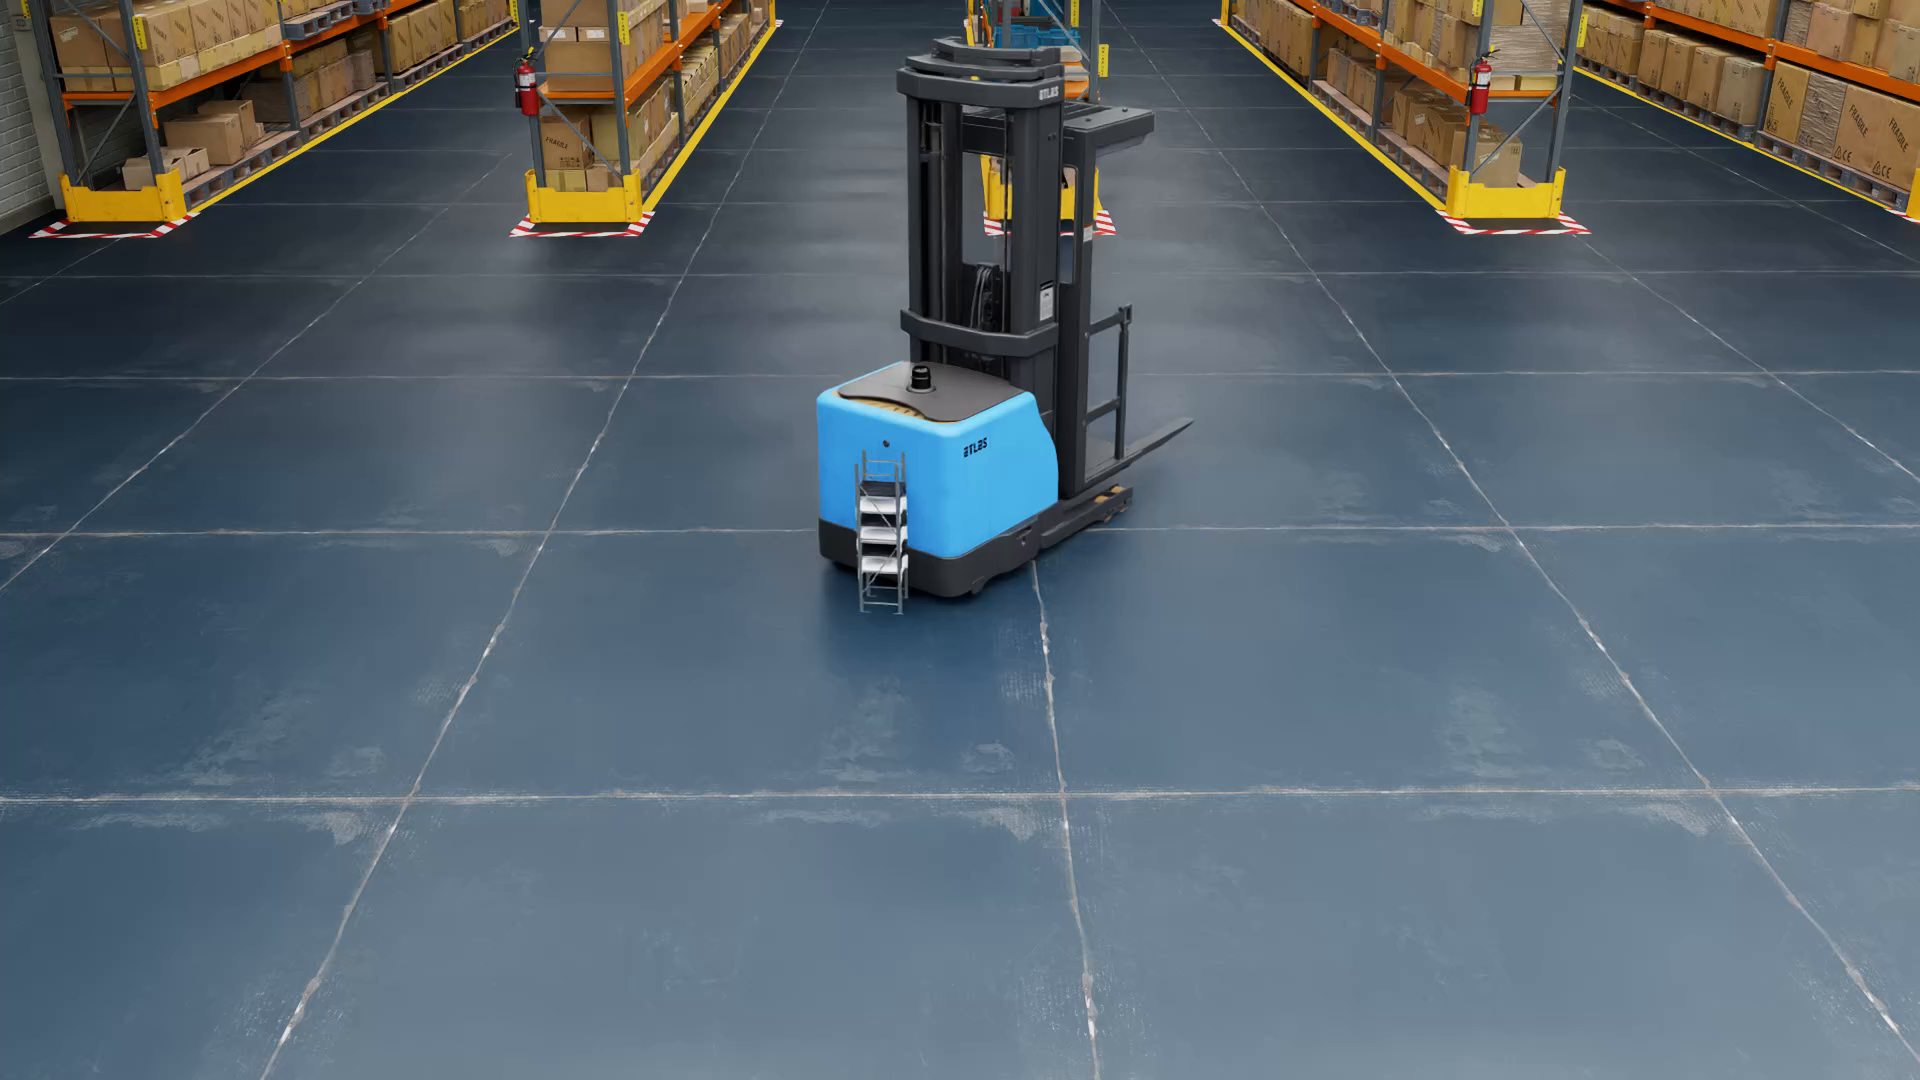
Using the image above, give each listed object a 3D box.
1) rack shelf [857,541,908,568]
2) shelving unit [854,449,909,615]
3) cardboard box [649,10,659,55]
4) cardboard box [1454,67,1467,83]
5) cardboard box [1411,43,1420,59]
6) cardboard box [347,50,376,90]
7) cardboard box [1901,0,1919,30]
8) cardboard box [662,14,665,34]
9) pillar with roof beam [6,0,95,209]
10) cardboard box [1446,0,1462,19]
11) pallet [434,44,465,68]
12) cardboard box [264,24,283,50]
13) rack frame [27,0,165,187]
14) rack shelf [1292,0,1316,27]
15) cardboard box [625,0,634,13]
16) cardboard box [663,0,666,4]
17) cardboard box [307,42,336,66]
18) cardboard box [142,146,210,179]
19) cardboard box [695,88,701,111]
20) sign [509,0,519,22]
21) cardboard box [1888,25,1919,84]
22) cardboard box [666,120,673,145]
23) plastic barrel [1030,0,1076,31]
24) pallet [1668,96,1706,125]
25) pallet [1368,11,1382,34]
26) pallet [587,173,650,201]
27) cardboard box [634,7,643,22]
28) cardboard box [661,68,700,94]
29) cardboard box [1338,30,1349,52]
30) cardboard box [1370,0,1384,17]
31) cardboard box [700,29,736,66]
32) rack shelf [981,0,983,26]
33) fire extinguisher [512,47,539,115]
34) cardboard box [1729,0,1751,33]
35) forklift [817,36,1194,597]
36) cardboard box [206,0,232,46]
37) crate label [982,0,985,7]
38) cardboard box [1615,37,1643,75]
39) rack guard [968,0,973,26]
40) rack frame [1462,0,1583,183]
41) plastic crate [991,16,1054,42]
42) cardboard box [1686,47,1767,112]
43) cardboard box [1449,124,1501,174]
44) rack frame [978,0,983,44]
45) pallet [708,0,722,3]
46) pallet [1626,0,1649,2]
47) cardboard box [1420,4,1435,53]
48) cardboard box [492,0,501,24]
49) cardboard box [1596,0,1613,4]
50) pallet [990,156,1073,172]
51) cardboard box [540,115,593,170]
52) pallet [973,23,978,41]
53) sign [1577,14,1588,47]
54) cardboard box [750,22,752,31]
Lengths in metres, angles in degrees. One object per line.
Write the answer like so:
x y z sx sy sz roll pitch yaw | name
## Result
-0.432 0.072 9.295 0.258 0.077 0.200 3 24 7 | rack shelf
-0.433 -0.040 9.244 0.258 0.900 0.210 3 24 7 | shelving unit
-4.037 -6.128 20.038 0.700 0.500 0.500 -1 24 -1 | cardboard box
5.623 -5.085 18.159 0.380 0.149 0.250 0 24 -1 | cardboard box
5.585 -5.806 19.753 0.380 0.149 0.250 0 24 -1 | cardboard box
-8.997 -6.872 24.304 0.700 0.500 0.500 0 24 0 | cardboard box
10.786 -5.798 17.937 0.875 0.550 0.550 0 24 -1 | cardboard box
-4.109 -6.617 21.423 0.500 0.250 0.500 1 24 3 | cardboard box
-5.538 -7.848 16.682 9.100 9.000 0.400 0 24 -1 | pillar with roof beam
5.625 -5.946 18.060 0.500 0.500 0.500 0 24 -1 | cardboard box
-9.017 -8.167 28.052 1.003 0.211 1.213 0 24 -1 | pallet
-8.705 -6.206 20.489 0.500 0.250 0.500 0 24 0 | cardboard box
-8.970 -4.811 17.247 1.000 3.000 0.127 0 24 -1 | rack frame
5.780 -8.670 26.653 1.077 0.370 4.000 0 24 -1 | rack shelf
-4.027 -6.110 18.423 0.700 0.500 0.500 0 24 0 | cardboard box
-3.843 -6.713 20.544 0.380 0.149 0.250 0 24 -1 | cardboard box
-9.043 -6.767 23.161 0.500 0.250 0.500 0 24 -1 | cardboard box
-8.894 -4.306 18.861 0.500 0.311 0.500 2 24 4 | cardboard box
-3.830 -6.013 22.731 0.500 0.250 0.500 -1 24 -2 | cardboard box
-4.559 -5.473 17.019 0.100 0.325 0.005 0 24 -1 | sign
10.773 -5.306 18.159 0.875 0.550 0.550 0 24 -1 | cardboard box
-3.841 -5.025 20.548 0.500 0.250 0.500 0 24 -1 | cardboard box
1.192 -6.892 21.241 0.600 0.901 0.708 0 24 -1 | plastic barrel
10.706 -6.057 23.387 1.003 0.211 1.213 0 24 -1 | pallet
5.983 -6.754 21.776 1.003 0.211 1.213 0 24 -1 | pallet
-4.067 -3.879 18.570 1.003 0.211 1.213 0 24 -1 | pallet
-3.821 -5.972 18.905 0.380 0.149 0.250 0 24 0 | cardboard box
-3.823 -6.268 22.615 0.500 0.311 0.500 -1 24 -2 | cardboard box
5.839 -7.301 24.343 0.500 0.250 0.500 1 24 2 | cardboard box
5.977 -7.318 21.554 1.000 1.000 1.000 0 24 0 | cardboard box
-3.835 -7.804 26.364 0.500 0.500 0.500 -1 24 -1 | cardboard box
0.827 -8.648 26.604 1.077 0.370 4.000 0 24 -1 | rack shelf
-4.480 -4.748 17.203 0.296 0.674 0.183 0 24 -1 | fire extinguisher
10.528 -6.974 21.908 0.500 0.500 0.500 -1 24 -1 | cardboard box
0.452 -1.558 10.137 1.130 2.935 3.031 17 30 33 | forklift
-8.687 -5.920 18.948 0.500 0.500 0.500 0 24 1 | cardboard box
0.479 -7.900 24.281 0.303 0.233 0.416 0 24 -1 | crate label
10.494 -7.477 25.666 0.500 0.500 0.500 0 24 -1 | cardboard box
0.749 -10.319 32.459 1.175 0.500 0.348 0 24 -1 | rack guard
5.889 -4.877 17.394 1.000 3.000 0.127 0 24 -1 | rack frame
0.771 -6.259 20.524 0.767 0.338 0.504 0 24 -1 | plastic crate
10.703 -6.326 22.817 1.050 0.750 0.750 0 24 -1 | cardboard box
5.858 -4.433 18.936 0.500 0.500 0.500 6 25 13 | cardboard box
0.806 -9.800 28.278 1.000 3.000 0.127 0 24 -1 | rack frame
-4.181 -8.323 25.244 1.213 0.211 1.003 0 24 -1 | pallet
10.648 -8.360 25.328 1.213 0.211 1.003 0 24 -1 | pallet
5.829 -5.903 19.180 0.875 0.500 0.500 0 24 -1 | cardboard box
-9.031 -9.962 31.160 0.700 0.500 0.500 0 24 -1 | cardboard box
10.980 -8.891 27.883 0.500 0.250 0.500 -1 24 -2 | cardboard box
0.875 -4.452 19.837 1.003 0.211 1.213 0 24 -1 | pallet
-4.320 -4.334 18.110 0.500 0.500 0.500 0 24 -1 | cardboard box
0.743 -9.336 30.637 1.003 0.211 1.213 0 24 -1 | pallet
6.432 -5.274 17.221 0.100 0.325 0.005 0 24 -1 | sign
-3.955 -9.219 29.898 0.380 0.166 0.250 0 24 -1 | cardboard box
